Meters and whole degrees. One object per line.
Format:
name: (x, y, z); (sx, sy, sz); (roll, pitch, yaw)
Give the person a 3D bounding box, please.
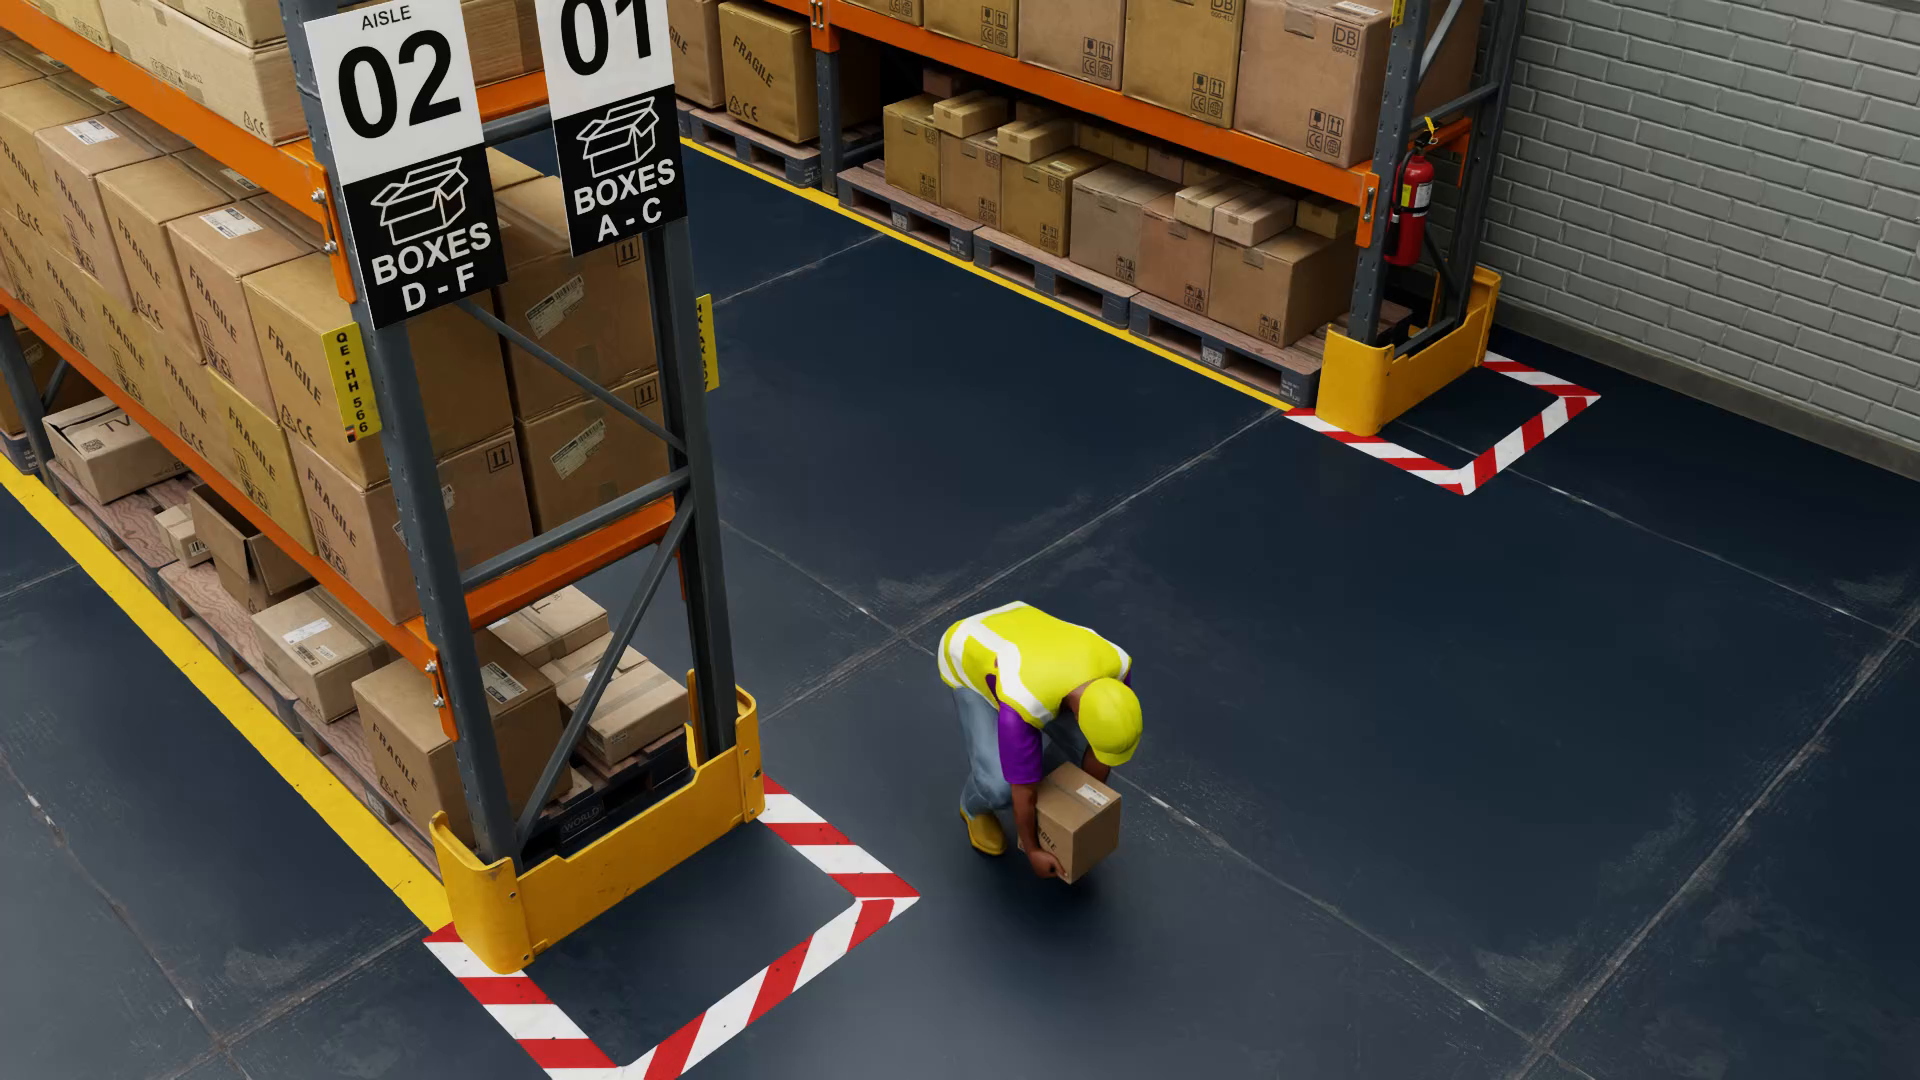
person: (0.298, 0.700, 5.779); (0.539, 1.025, 0.951); (-16, 38, -22)
